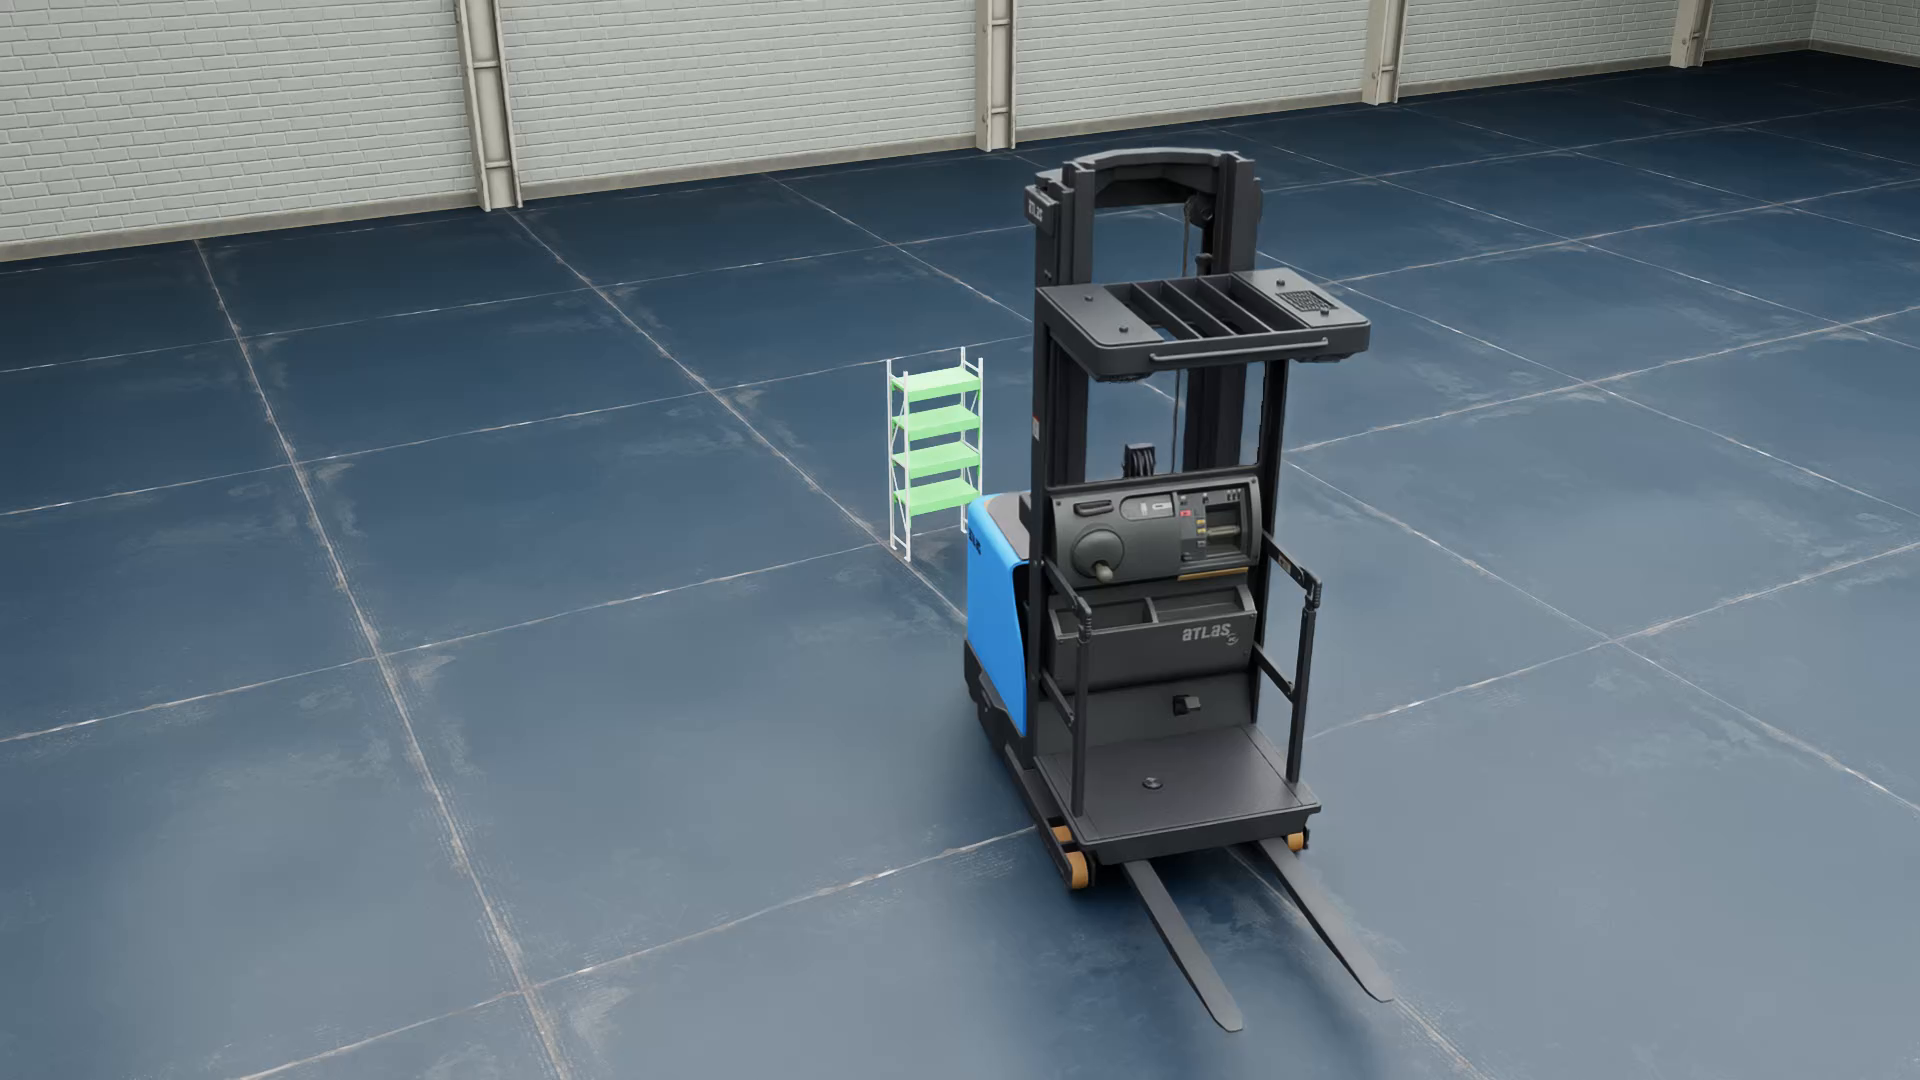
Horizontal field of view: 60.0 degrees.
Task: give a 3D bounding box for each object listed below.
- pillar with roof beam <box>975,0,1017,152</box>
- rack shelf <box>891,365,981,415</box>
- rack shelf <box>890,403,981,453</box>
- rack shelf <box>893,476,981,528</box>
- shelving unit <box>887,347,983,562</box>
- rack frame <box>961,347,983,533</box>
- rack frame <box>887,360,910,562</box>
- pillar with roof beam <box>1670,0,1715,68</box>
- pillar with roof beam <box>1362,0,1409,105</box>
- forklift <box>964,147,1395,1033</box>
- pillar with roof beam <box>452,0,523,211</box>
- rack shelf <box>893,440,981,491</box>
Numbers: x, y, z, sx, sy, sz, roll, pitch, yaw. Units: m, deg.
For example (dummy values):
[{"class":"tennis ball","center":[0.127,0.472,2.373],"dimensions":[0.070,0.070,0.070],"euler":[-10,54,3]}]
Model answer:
[{"class":"pillar with roof beam","center":[2.452,-7.175,14.797],"dimensions":[0.400,9.000,9.100],"euler":[-13,29,-25]},{"class":"rack shelf","center":[-0.146,-0.882,9.740],"dimensions":[0.480,0.148,0.258],"euler":[-13,29,-25]},{"class":"rack shelf","center":[-0.146,-0.666,9.844],"dimensions":[0.480,0.148,0.258],"euler":[-13,29,-25]},{"class":"rack shelf","center":[-0.146,-0.233,10.052],"dimensions":[0.480,0.148,0.258],"euler":[-13,29,-25]},{"class":"shelving unit","center":[-0.146,-0.507,9.920],"dimensions":[0.503,1.200,0.258],"euler":[-13,29,-25]},{"class":"rack frame","center":[0.069,-0.557,10.024],"dimensions":[0.015,1.200,0.240],"euler":[-13,29,-25]},{"class":"rack frame","center":[-0.361,-0.457,9.817],"dimensions":[0.015,1.200,0.240],"euler":[-13,29,-25]},{"class":"pillar with roof beam","center":[13.040,-9.619,19.887],"dimensions":[0.400,9.000,9.100],"euler":[-13,29,-25]},{"class":"pillar with roof beam","center":[7.746,-8.397,17.342],"dimensions":[0.400,9.000,9.100],"euler":[-13,29,-25]},{"class":"forklift","center":[0.900,-0.009,6.881],"dimensions":[1.130,2.935,3.031],"euler":[-7,26,-14]},{"class":"pillar with roof beam","center":[-2.842,-5.953,12.251],"dimensions":[0.400,9.000,9.100],"euler":[-13,29,-25]},{"class":"rack shelf","center":[-0.146,-0.450,9.948],"dimensions":[0.480,0.148,0.258],"euler":[-13,29,-25]}]
